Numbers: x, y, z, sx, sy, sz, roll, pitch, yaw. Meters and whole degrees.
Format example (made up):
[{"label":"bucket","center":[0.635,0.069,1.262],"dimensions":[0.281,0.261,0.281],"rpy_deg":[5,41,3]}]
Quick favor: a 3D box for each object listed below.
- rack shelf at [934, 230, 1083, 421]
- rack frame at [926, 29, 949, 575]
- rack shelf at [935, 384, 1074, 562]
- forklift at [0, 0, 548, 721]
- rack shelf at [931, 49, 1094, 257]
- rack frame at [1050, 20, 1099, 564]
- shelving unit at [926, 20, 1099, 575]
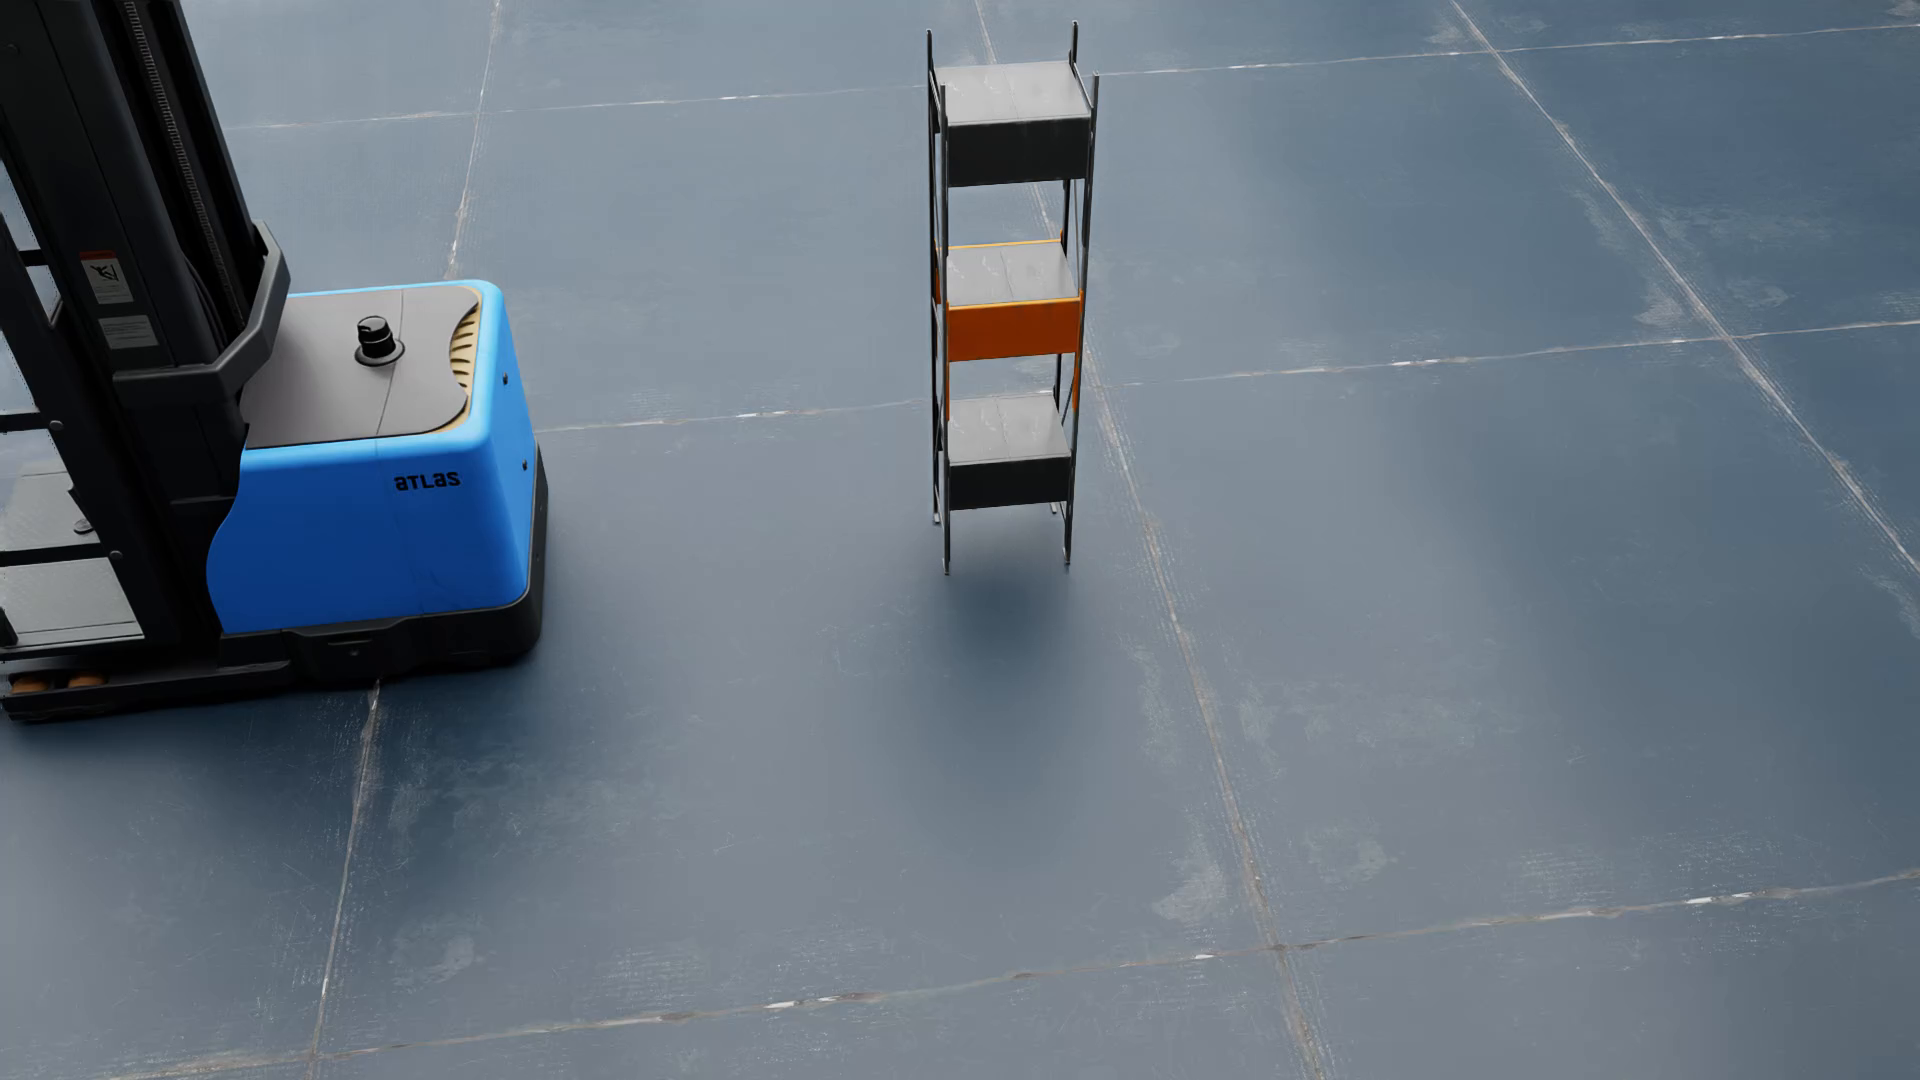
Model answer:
[{"label":"rack shelf","center":[0.164,-0.784,6.072],"dimensions":[0.480,0.518,0.431],"rpy_deg":[-5,42,-6]},{"label":"rack frame","center":[-0.078,-0.773,6.039],"dimensions":[0.015,2.100,0.400],"rpy_deg":[-5,42,-6]},{"label":"rack shelf","center":[0.164,-0.264,6.541],"dimensions":[0.480,0.518,0.431],"rpy_deg":[-5,42,-6]},{"label":"forklift","center":[-3.137,-0.815,5.466],"dimensions":[3.031,2.935,1.130],"rpy_deg":[-6,42,-6]},{"label":"rack shelf","center":[0.164,-1.304,5.603],"dimensions":[0.480,0.518,0.431],"rpy_deg":[-5,42,-6]},{"label":"rack frame","center":[0.406,-0.815,6.086],"dimensions":[0.015,2.100,0.400],"rpy_deg":[-5,42,-6]},{"label":"shelving unit","center":[0.164,-0.794,6.063],"dimensions":[0.503,2.100,0.431],"rpy_deg":[-5,42,-6]}]
